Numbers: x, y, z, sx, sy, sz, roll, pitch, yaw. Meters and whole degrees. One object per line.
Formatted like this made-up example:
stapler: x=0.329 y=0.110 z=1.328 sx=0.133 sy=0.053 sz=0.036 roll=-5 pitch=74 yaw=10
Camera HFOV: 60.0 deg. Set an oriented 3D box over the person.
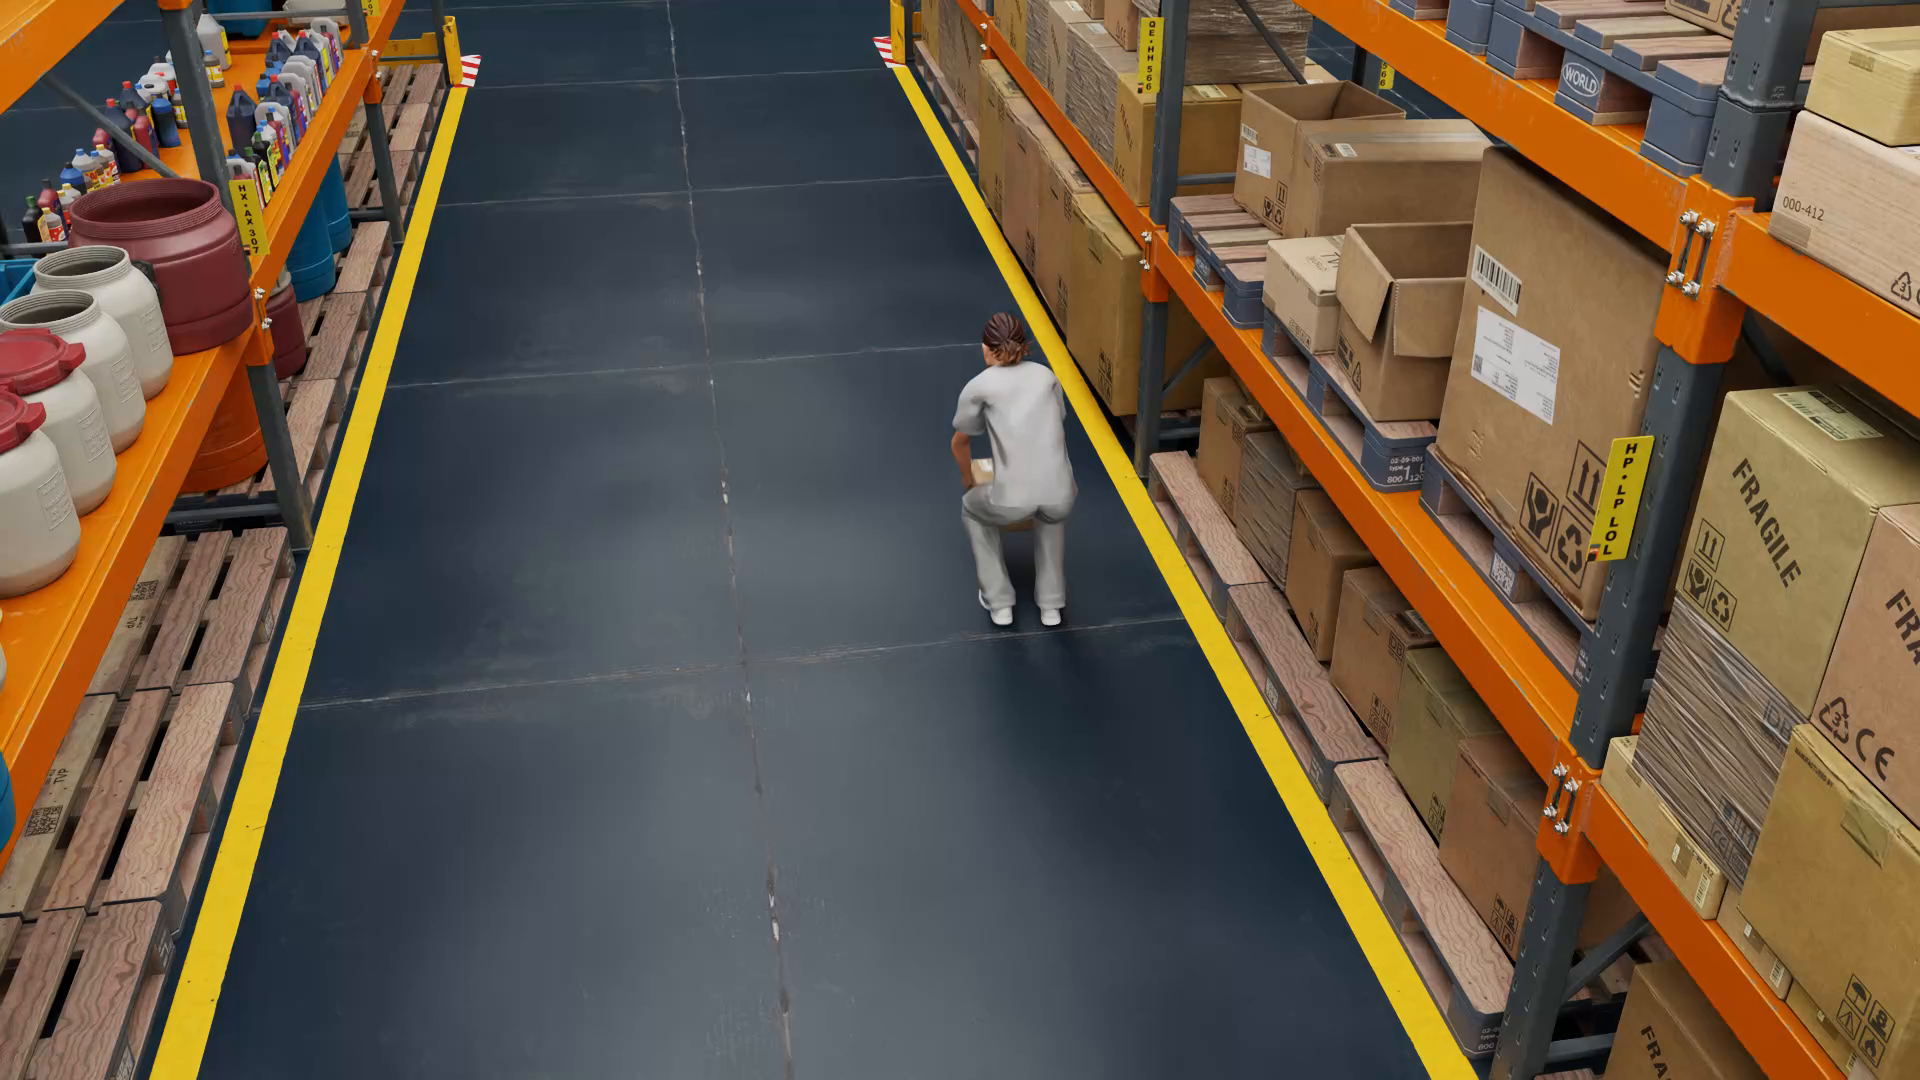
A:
person: x=0.223 y=-0.263 z=6.967 sx=0.493 sy=1.278 sz=0.693 roll=-5 pitch=31 yaw=-9
